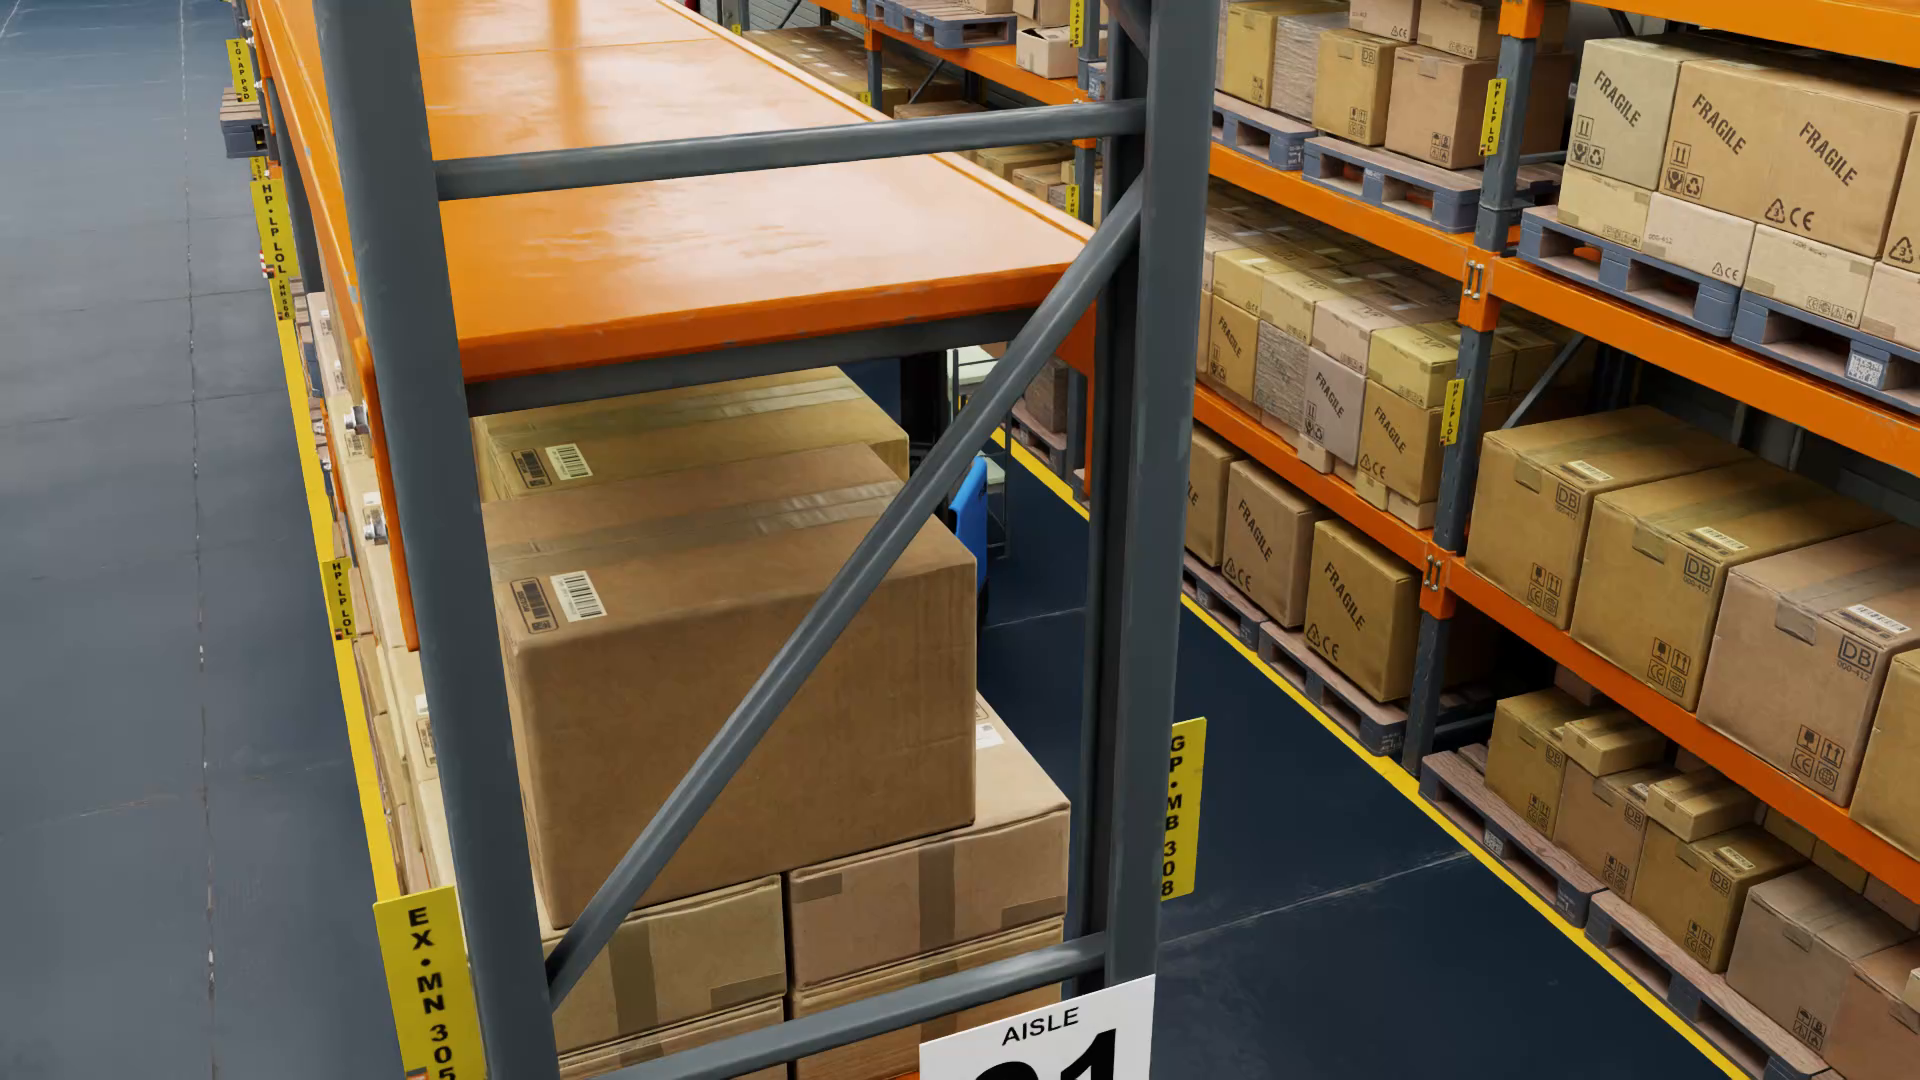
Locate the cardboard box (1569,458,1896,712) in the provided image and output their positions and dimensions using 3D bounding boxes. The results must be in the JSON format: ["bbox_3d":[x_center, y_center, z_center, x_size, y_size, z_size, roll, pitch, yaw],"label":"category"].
[{"bbox_3d":[3.293,0.170,7.141,0.980,0.700,0.700,-11,28,-22],"label":"cardboard box"}]

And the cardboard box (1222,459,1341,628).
[{"bbox_3d":[2.090,-0.034,9.872,0.750,0.750,0.750,-10,28,-19],"label":"cardboard box"}]

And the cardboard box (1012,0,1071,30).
[{"bbox_3d":[0.826,-3.770,11.993,0.797,0.503,0.637,-7,27,-13],"label":"cardboard box"}]

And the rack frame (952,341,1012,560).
[{"bbox_3d":[0.141,-0.529,10.624,0.400,1.500,0.023,-11,28,-21],"label":"rack frame"}]

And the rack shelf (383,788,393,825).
[{"bbox_3d":[-0.958,1.771,5.024,1.077,0.370,4.000,-11,28,-21],"label":"rack shelf"}]

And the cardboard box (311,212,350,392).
[{"bbox_3d":[-1.451,-0.786,4.769,0.700,0.500,0.500,-11,28,-21],"label":"cardboard box"}]

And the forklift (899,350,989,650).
[{"bbox_3d":[-0.658,-0.248,8.489,1.129,2.867,3.031,6,27,12],"label":"forklift"}]

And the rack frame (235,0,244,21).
[{"bbox_3d":[-4.875,-5.285,11.819,1.000,3.000,0.127,-11,28,-21],"label":"rack frame"}]

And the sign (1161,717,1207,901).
[{"bbox_3d":[0.324,0.421,2.554,0.100,0.325,0.005,-11,28,-21],"label":"sign"}]

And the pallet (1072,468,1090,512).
[{"bbox_3d":[1.488,-0.243,11.507,1.003,0.211,1.213,-11,28,-21],"label":"pallet"}]

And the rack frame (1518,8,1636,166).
[{"bbox_3d":[2.812,-2.908,6.949,0.949,2.616,0.053,-11,28,-21],"label":"rack frame"}]

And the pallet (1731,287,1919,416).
[{"bbox_3d":[3.600,-0.697,5.941,1.003,0.211,1.213,-11,28,-21],"label":"pallet"}]

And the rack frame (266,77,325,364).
[{"bbox_3d":[-1.742,-2.056,5.204,1.000,3.000,0.127,-11,28,-21],"label":"rack frame"}]

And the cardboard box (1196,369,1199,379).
[{"bbox_3d":[1.603,-1.142,10.434,0.380,0.149,0.250,-10,28,-19],"label":"cardboard box"}]

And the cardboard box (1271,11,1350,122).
[{"bbox_3d":[2.157,-2.604,9.131,0.700,0.500,0.500,-11,28,-21],"label":"cardboard box"}]

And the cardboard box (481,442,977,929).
[{"bbox_3d":[-0.391,0.208,2.732,0.700,0.500,0.500,-11,28,-21],"label":"cardboard box"}]

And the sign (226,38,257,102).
[{"bbox_3d":[-3.822,-2.499,8.850,0.100,0.325,0.005,-11,28,-21],"label":"sign"}]

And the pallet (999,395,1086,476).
[{"bbox_3d":[0.944,-0.890,12.832,1.003,0.211,1.213,-11,28,-21],"label":"pallet"}]

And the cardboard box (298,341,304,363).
[{"bbox_3d":[-4.751,-1.382,12.678,0.500,0.311,0.500,-11,28,-21],"label":"cardboard box"}]

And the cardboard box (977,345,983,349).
[{"bbox_3d":[0.397,-1.809,13.885,0.700,0.500,0.500,-10,28,-20],"label":"cardboard box"}]

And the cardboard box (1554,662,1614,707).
[{"bbox_3d":[3.140,0.657,8.116,0.380,0.149,0.250,-11,28,-21],"label":"cardboard box"}]

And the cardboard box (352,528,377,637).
[{"bbox_3d":[-1.392,0.003,4.577,0.500,0.250,0.500,-11,28,-21],"label":"cardboard box"}]

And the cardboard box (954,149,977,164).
[{"bbox_3d":[0.349,-2.986,13.332,0.700,0.500,0.500,-7,27,-14],"label":"cardboard box"}]

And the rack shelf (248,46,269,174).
[{"bbox_3d":[-4.091,-2.807,10.981,1.077,0.370,4.000,-11,28,-21],"label":"rack shelf"}]

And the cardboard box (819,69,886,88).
[{"bbox_3d":[-0.988,-4.059,15.438,0.500,0.500,0.500,-11,28,-21],"label":"cardboard box"}]

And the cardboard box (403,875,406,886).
[{"bbox_3d":[-1.793,0.848,5.981,0.500,0.500,0.500,-10,28,-19],"label":"cardboard box"}]

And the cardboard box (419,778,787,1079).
[{"bbox_3d":[-0.611,0.586,2.813,0.500,0.250,0.500,-11,28,-21],"label":"cardboard box"}]

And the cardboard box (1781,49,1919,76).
[{"bbox_3d":[3.506,-1.613,6.441,0.500,0.500,0.500,-12,28,-22],"label":"cardboard box"}]

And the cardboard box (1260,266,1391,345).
[{"bbox_3d":[2.006,-1.296,9.155,0.500,0.250,0.500,-10,28,-20],"label":"cardboard box"}]

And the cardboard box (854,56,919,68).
[{"bbox_3d":[-0.699,-4.358,16.050,0.500,0.500,0.500,-10,28,-19],"label":"cardboard box"}]

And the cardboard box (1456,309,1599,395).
[{"bbox_3d":[2.875,-0.968,8.482,0.500,0.250,0.500,-10,28,-19],"label":"cardboard box"}]

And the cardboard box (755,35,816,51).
[{"bbox_3d":[-1.790,-4.890,17.140,0.500,0.500,0.500,-10,28,-20],"label":"cardboard box"}]

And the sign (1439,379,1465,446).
[{"bbox_3d":[2.320,-0.600,7.831,0.100,0.325,0.005,-11,28,-21],"label":"sign"}]

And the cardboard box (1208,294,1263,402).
[{"bbox_3d":[1.804,-1.153,9.716,0.500,0.500,0.500,-10,28,-19],"label":"cardboard box"}]

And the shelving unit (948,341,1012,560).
[{"bbox_3d":[-0.003,-0.677,10.926,0.431,1.500,0.755,-11,28,-21],"label":"shelving unit"}]

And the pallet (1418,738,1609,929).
[{"bbox_3d":[3.041,1.361,8.222,1.003,0.211,1.213,-11,28,-21],"label":"pallet"}]

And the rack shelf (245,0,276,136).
[{"bbox_3d":[-2.525,-2.360,7.103,1.077,0.370,4.000,-11,28,-21],"label":"rack shelf"}]

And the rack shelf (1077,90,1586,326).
[{"bbox_3d":[2.032,-2.045,9.420,1.077,0.370,4.000,-11,28,-21],"label":"rack shelf"}]

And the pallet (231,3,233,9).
[{"bbox_3d":[-5.706,-4.729,14.200,1.003,0.211,1.213,-11,28,-21],"label":"pallet"}]

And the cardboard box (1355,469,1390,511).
[{"bbox_3d":[2.302,-0.294,8.698,0.380,0.149,0.250,-10,28,-20],"label":"cardboard box"}]

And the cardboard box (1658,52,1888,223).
[{"bbox_3d":[3.043,-1.521,6.252,0.500,0.500,0.500,-11,28,-22],"label":"cardboard box"}]

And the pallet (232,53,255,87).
[{"bbox_3d":[-4.097,-2.947,10.664,1.003,0.211,1.213,-9,28,-18],"label":"pallet"}]

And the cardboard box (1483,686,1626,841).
[{"bbox_3d":[3.014,1.041,8.068,0.700,0.500,0.500,-10,28,-20],"label":"cardboard box"}]

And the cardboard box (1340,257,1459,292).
[{"bbox_3d":[2.463,-1.379,9.325,0.500,0.250,0.500,-12,28,-22],"label":"cardboard box"}]

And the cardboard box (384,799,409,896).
[{"bbox_3d":[-2.198,1.416,7.279,0.500,0.500,0.500,-11,28,-21],"label":"cardboard box"}]
